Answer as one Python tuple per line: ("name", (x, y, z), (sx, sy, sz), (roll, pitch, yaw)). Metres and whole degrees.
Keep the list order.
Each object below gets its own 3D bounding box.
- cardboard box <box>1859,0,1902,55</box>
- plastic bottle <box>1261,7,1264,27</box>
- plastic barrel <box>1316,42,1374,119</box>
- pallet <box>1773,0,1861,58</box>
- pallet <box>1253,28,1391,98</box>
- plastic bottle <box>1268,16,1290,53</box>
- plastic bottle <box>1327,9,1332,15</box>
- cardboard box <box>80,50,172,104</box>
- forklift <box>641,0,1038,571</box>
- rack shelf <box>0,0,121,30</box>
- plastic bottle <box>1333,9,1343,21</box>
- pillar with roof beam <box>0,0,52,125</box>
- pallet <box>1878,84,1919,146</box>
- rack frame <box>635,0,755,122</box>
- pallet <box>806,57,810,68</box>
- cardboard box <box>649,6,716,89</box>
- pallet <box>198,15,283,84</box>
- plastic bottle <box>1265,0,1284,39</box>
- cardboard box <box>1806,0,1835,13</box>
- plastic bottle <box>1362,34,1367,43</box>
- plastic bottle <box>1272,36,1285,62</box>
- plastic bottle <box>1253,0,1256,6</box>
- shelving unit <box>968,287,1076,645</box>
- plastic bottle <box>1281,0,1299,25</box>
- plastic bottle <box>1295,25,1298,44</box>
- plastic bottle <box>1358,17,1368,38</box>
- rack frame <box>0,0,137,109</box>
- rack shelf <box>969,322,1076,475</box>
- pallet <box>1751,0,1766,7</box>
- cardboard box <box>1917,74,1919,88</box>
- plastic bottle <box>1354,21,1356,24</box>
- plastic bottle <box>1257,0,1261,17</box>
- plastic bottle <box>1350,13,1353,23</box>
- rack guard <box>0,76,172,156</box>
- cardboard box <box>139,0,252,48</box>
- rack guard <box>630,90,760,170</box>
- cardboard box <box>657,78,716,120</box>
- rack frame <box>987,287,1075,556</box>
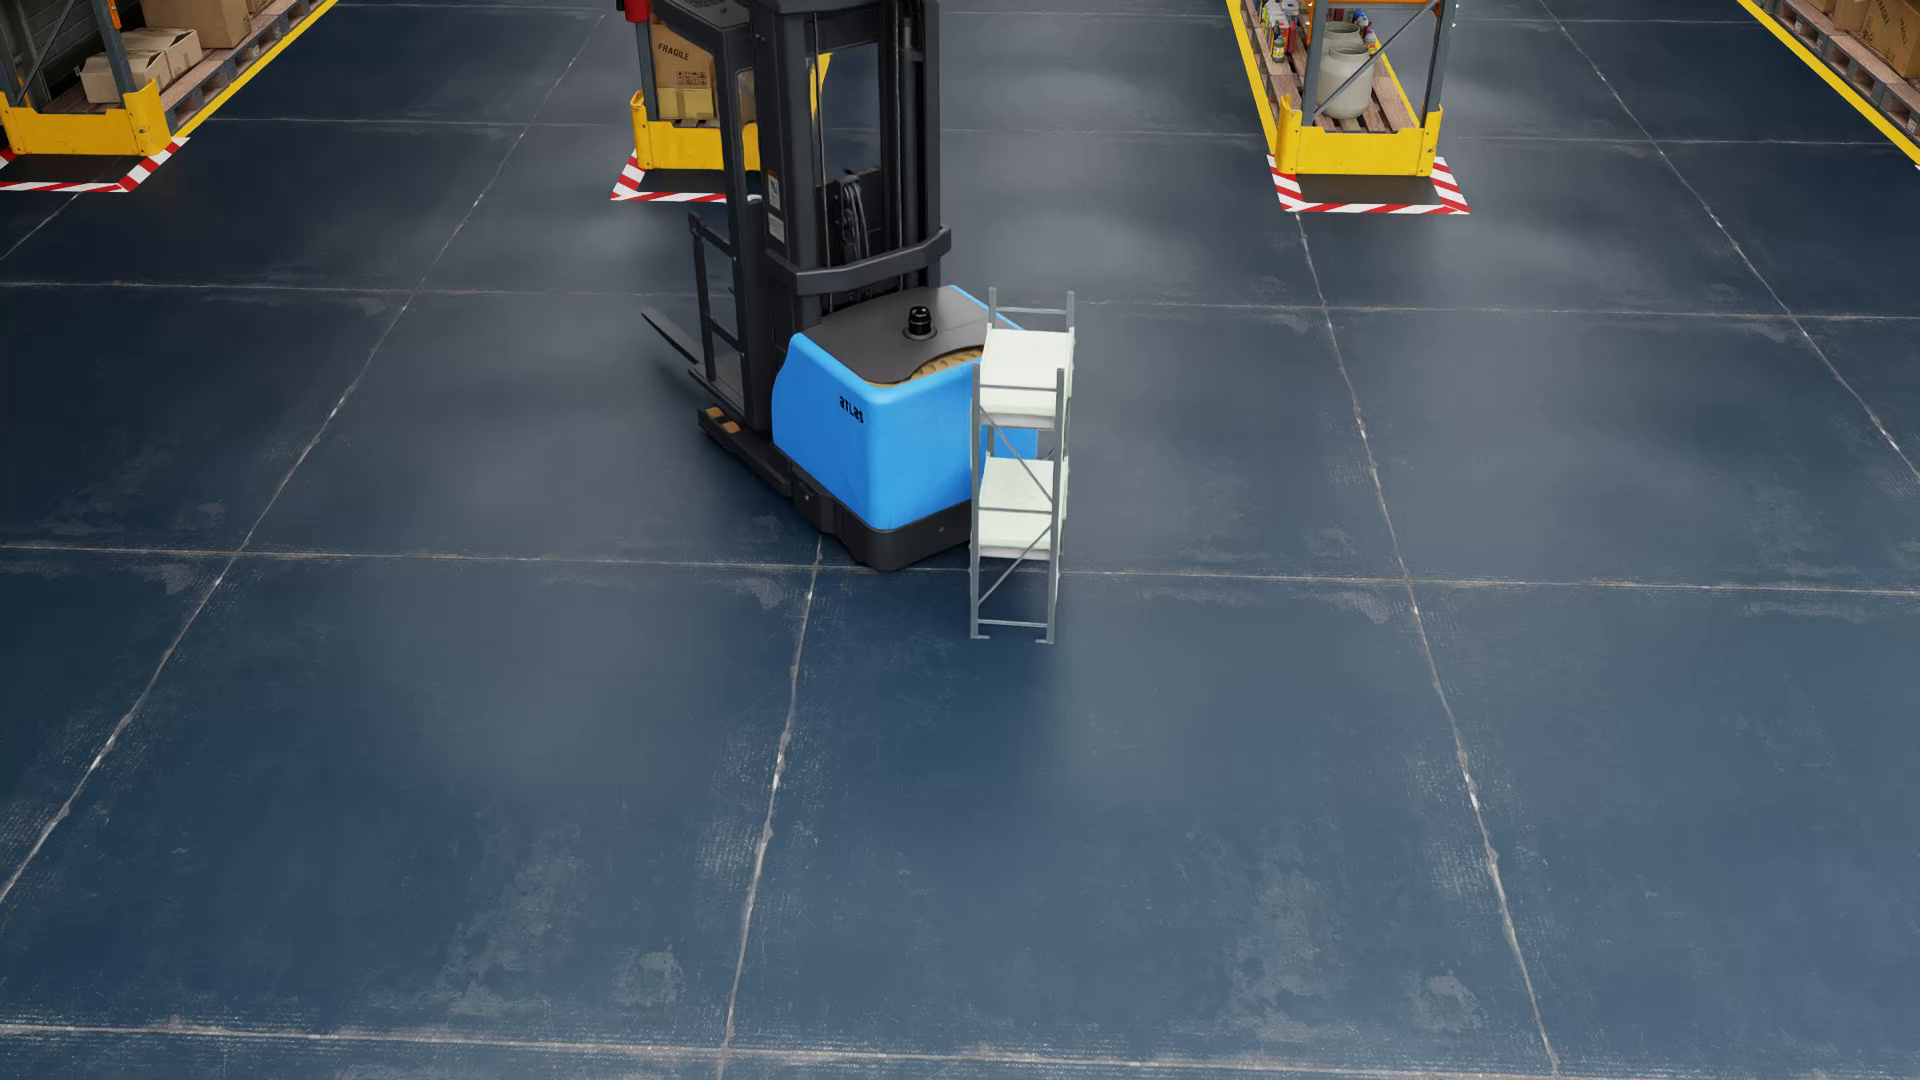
("cardboard box", (8.152, -4.472, 14.259), (0.500, 0.500, 0.500), (-2, 35, -2))
("plastic bottle", (2.731, -4.664, 14.775), (0.097, 0.201, 0.097), (0, 35, 0))
("plastic barrel", (3.010, -3.590, 12.993), (0.421, 0.512, 0.421), (0, 35, 0))
("pallet", (8.178, -4.712, 15.217), (1.003, 0.211, 1.213), (1, 35, 2))
("pallet", (3.106, -4.125, 14.382), (1.003, 0.211, 1.213), (1, 35, 2))
("plastic bottle", (2.733, -4.331, 14.235), (0.152, 0.276, 0.135), (2, 35, 2))
("plastic bottle", (3.326, -4.922, 15.076), (0.152, 0.276, 0.135), (1, 35, 2))
("cardboard box", (-6.722, -3.760, 13.393), (0.500, 0.311, 0.500), (-2, 35, -3))
("forklift", (-0.841, -1.847, 8.774), (1.130, 2.935, 3.031), (-22, 41, -28))
("rack shelf", (-6.759, -5.139, 14.025), (1.077, 0.370, 4.000), (1, 35, 2))
("plastic bottle", (3.345, -4.659, 14.696), (0.061, 0.283, 0.133), (1, 35, 2))
("pillar with roof beam", (-3.374, -7.062, 10.918), (9.100, 9.000, 0.400), (1, 35, 2))
("pallet", (8.080, -3.310, 13.222), (1.003, 0.211, 1.213), (1, 35, 2))
("rack frame", (-1.889, -4.172, 12.024), (1.000, 3.000, 0.127), (1, 35, 2))
("pallet", (-1.849, -4.171, 14.447), (1.003, 0.211, 1.213), (1, 35, 2))
("cardboard box", (-2.165, -3.841, 12.926), (0.500, 0.500, 0.500), (1, 35, 2))
("pallet", (-6.716, -4.352, 14.705), (1.003, 0.211, 1.213), (1, 35, 2))
("plastic bottle", (2.741, -4.536, 14.463), (0.144, 0.351, 0.185), (3, 35, 4))
("cardboard box", (8.113, -5.160, 15.237), (0.500, 0.500, 0.500), (0, 35, 0))
("plastic bottle", (3.448, -4.185, 14.093), (0.097, 0.201, 0.097), (0, 35, 0))
("plastic bottle", (2.696, -4.156, 14.052), (0.097, 0.201, 0.097), (0, 35, 0))
("plastic bottle", (2.784, -5.060, 15.273), (0.152, 0.276, 0.135), (3, 35, 4))
("shelving unit", (0.293, -0.340, 7.875), (0.431, 1.500, 0.755), (4, 35, 5))
("plastic bottle", (2.898, -4.624, 14.652), (0.152, 0.276, 0.135), (1, 35, 2))
("plastic bottle", (2.864, -4.388, 14.381), (0.097, 0.201, 0.097), (0, 35, 0))
("plastic bottle", (3.458, -4.351, 14.268), (0.097, 0.271, 0.097), (0, 35, 0))
("rack frame", (-6.839, -4.285, 12.183), (1.000, 3.000, 0.127), (1, 35, 2))
("rack shelf", (0.293, -0.659, 7.650), (0.431, 0.370, 0.720), (4, 35, 5))
("pallet", (8.199, -5.546, 16.403), (1.003, 0.211, 1.213), (1, 35, 2))
("cardboard box", (8.040, -3.793, 13.293), (0.500, 0.500, 0.500), (10, 36, 14))
("plastic bottle", (3.466, -4.437, 14.451), (0.097, 0.201, 0.097), (0, 35, 0))
("plastic bottle", (2.766, -4.887, 14.962), (0.144, 0.351, 0.185), (0, 35, 0))
("plastic bottle", (3.474, -4.555, 14.619), (0.097, 0.201, 0.097), (0, 35, 0))
("rack guard", (-6.836, -3.306, 12.964), (1.175, 0.500, 0.348), (1, 35, 2))
("cardboard box", (-6.619, -4.585, 14.402), (0.700, 0.500, 0.500), (-1, 35, -1))
("rack guard", (-1.890, -3.136, 12.723), (1.175, 0.500, 0.348), (1, 35, 2))
("cardboard box", (-2.163, -3.534, 13.142), (0.500, 0.250, 0.500), (1, 35, 2))
("rack frame", (0.334, -0.549, 8.172), (0.400, 1.500, 0.023), (4, 35, 5))
